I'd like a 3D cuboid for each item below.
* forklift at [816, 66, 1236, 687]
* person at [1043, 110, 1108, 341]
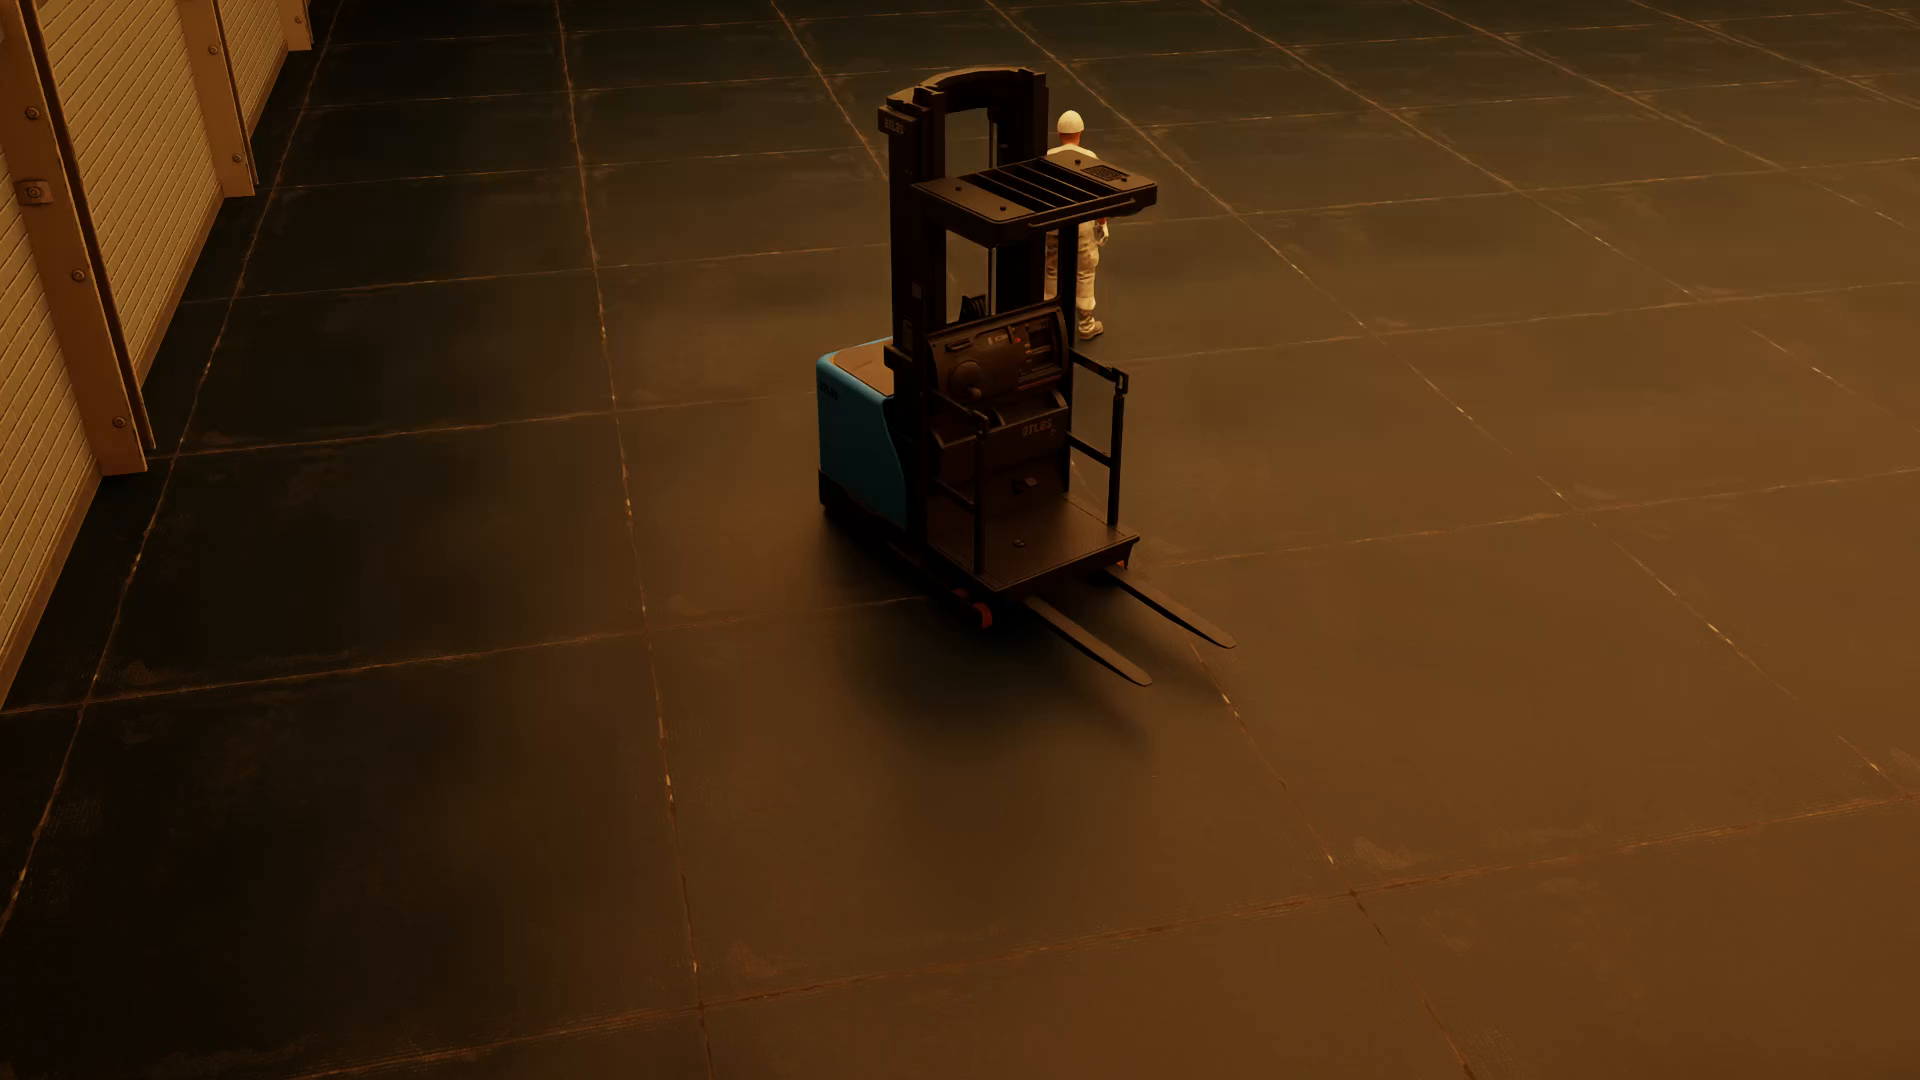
[{"bbox_3d":[0.355,-1.021,9.338,1.130,2.935,3.031,-20,35,-30],"label":"forklift"},{"bbox_3d":[0.848,-2.433,12.931,0.616,1.778,0.453,6,31,11],"label":"person"}]
